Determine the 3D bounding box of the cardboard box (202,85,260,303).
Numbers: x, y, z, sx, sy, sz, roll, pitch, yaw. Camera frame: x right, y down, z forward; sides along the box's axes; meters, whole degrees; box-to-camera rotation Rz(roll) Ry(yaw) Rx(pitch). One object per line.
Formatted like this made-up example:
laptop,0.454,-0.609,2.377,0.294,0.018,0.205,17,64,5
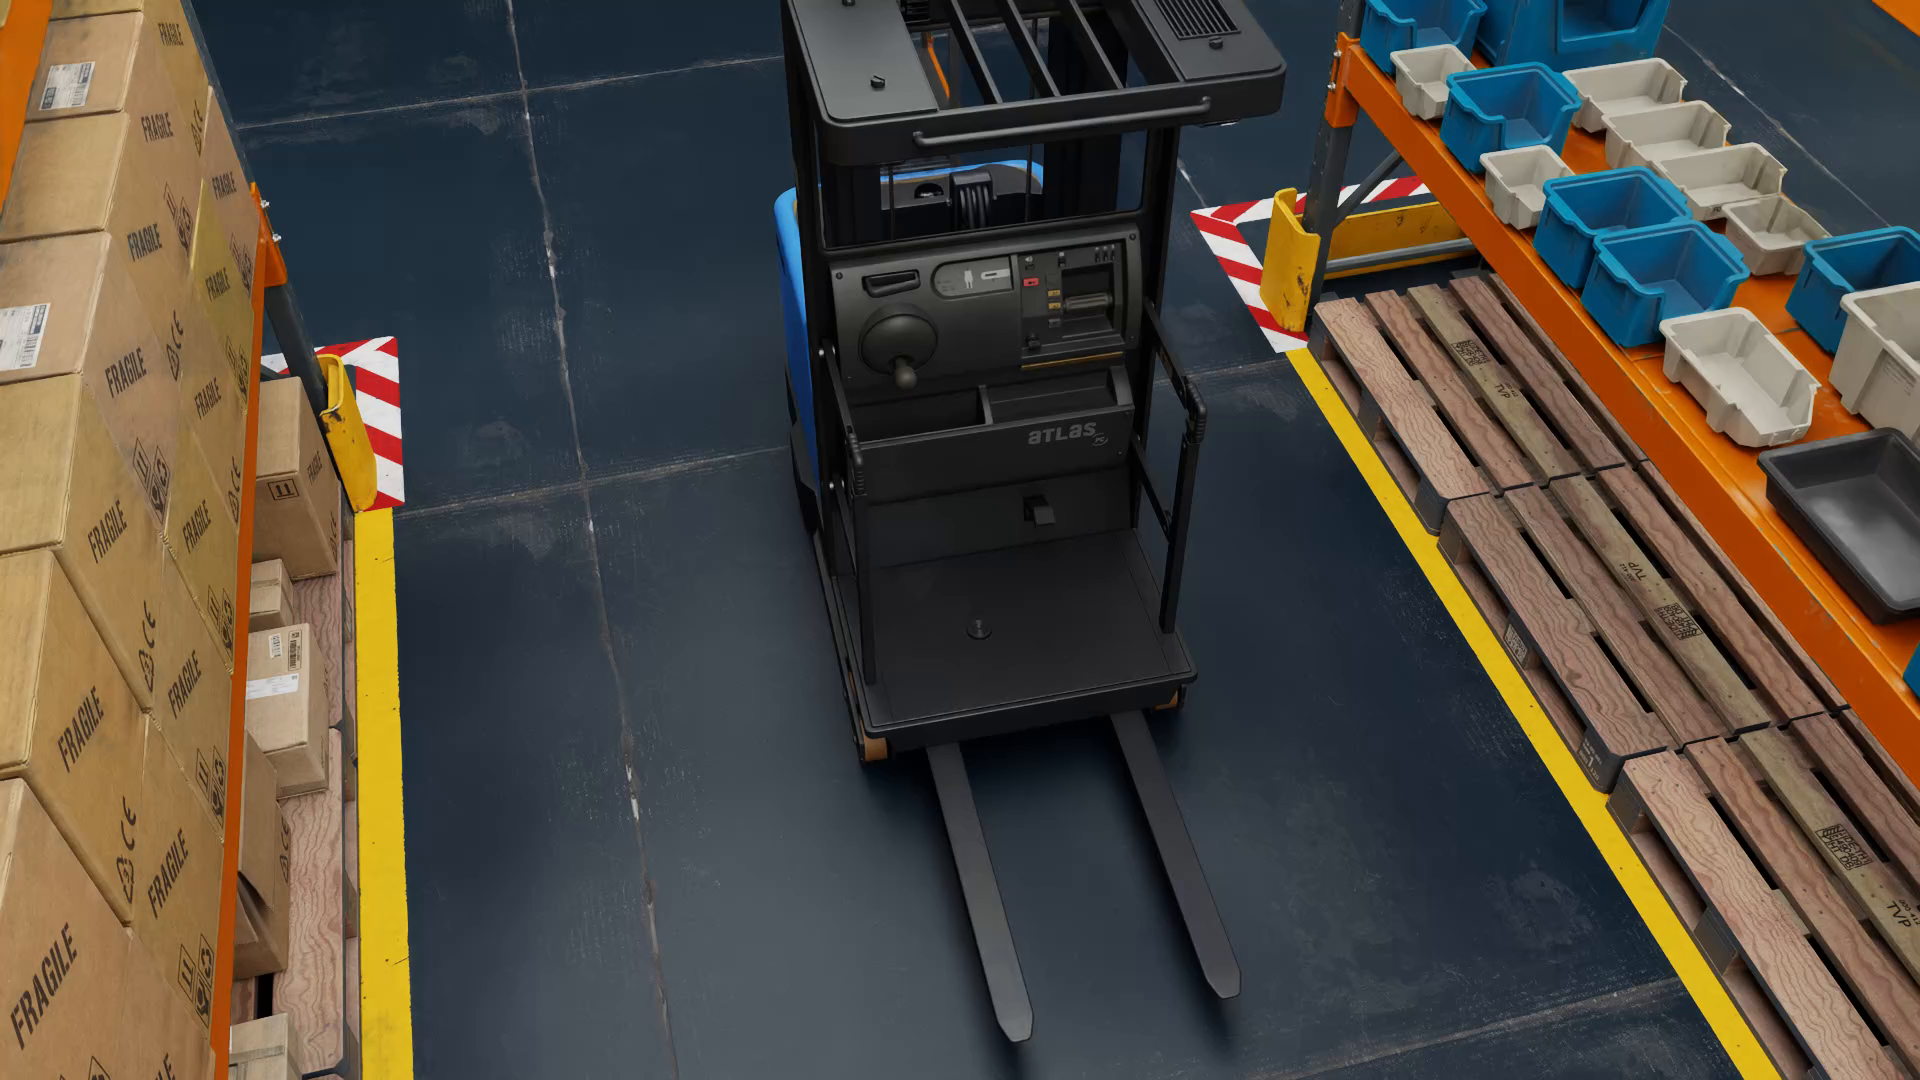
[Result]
cardboard box,-2.483,-1.010,5.070,0.500,0.500,0.500,-9,46,-9

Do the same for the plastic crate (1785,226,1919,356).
plastic crate,2.702,-0.729,4.940,0.416,0.233,0.300,-11,47,-10

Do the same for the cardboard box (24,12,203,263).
cardboard box,-2.351,-1.014,4.374,0.500,0.500,0.500,-10,46,-9

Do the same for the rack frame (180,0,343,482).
rack frame,-2.861,-1.235,5.360,1.000,3.000,0.127,-11,47,-10

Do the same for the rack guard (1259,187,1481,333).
rack guard,1.910,-1.277,7.152,1.175,0.500,0.348,-11,47,-10

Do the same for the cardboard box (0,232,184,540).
cardboard box,-2.082,-0.303,3.676,0.500,0.500,0.500,-9,46,-9

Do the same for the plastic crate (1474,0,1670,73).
plastic crate,2.195,-1.974,6.018,0.616,0.435,0.499,-11,47,-10

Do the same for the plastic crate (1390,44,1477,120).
plastic crate,1.676,-1.599,5.860,0.250,0.136,0.298,-11,47,-10

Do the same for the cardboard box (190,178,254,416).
cardboard box,-2.347,-0.653,4.720,0.500,0.500,0.500,-10,46,-10

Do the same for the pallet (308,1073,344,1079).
pallet,-2.012,2.028,4.114,1.003,0.211,1.213,-11,47,-10

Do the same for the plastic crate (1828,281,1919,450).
plastic crate,2.740,-0.444,4.626,0.437,0.282,0.530,-11,47,-10

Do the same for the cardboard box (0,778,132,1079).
cardboard box,-1.685,0.765,2.630,0.500,0.500,0.500,-10,46,-9

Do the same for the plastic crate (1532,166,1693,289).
plastic crate,2.011,-0.961,5.166,0.416,0.233,0.300,-11,47,-10

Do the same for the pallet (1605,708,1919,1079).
pallet,2.727,1.099,5.025,1.003,0.211,1.213,-11,47,-10

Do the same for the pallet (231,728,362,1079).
pallet,-2.327,1.185,4.941,1.003,0.211,1.213,-11,47,-10

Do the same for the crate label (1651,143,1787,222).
crate label,2.467,-1.146,5.416,0.396,0.136,0.243,-11,47,-10

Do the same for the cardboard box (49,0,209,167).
cardboard box,-2.481,-1.363,4.715,0.500,0.500,0.500,-11,47,-11

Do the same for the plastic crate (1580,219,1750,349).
plastic crate,2.087,-0.754,4.963,0.416,0.233,0.300,-11,47,-10

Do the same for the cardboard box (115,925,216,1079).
cardboard box,-1.704,1.090,3.012,0.500,0.500,0.500,-10,46,-9

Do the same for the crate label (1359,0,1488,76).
crate label,1.673,-1.870,6.057,0.416,0.233,0.303,-11,47,-10

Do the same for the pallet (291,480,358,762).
pallet,-2.636,0.344,5.765,1.003,0.211,1.213,-11,47,-10

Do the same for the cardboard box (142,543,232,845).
cardboard box,-1.964,0.391,3.696,0.500,0.500,0.500,-11,47,-11

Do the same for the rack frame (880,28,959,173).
rack frame,-0.201,-1.368,6.121,0.400,2.100,0.015,-9,46,-9

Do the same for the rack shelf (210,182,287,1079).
rack shelf,-2.349,0.398,4.264,1.077,0.370,4.000,-11,47,-10

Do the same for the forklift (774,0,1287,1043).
forklift,0.135,-0.592,4.778,1.130,2.935,3.031,-9,46,-9

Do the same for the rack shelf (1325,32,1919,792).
rack shelf,2.441,-0.505,5.149,1.077,0.370,4.000,-11,47,-10

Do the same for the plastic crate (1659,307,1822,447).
plastic crate,2.216,-0.452,4.736,0.293,0.136,0.466,-11,47,-10

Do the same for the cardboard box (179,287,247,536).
cardboard box,-2.224,-0.307,4.381,0.500,0.500,0.500,-10,46,-10

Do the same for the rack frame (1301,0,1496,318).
rack frame,1.929,-2.138,6.245,1.000,3.000,0.127,-11,47,-10

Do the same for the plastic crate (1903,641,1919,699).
plastic crate,2.503,0.348,3.778,0.392,0.384,0.575,-11,47,-10

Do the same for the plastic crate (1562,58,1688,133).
plastic crate,2.312,-1.537,5.798,0.396,0.136,0.243,-11,47,-10

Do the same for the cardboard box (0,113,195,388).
cardboard box,-2.214,-0.657,4.024,0.500,0.500,0.500,-10,46,-9

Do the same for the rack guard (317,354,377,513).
rack guard,-2.841,-0.308,6.201,1.175,0.500,0.348,-11,47,-10

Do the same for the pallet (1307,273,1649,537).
pallet,2.102,-0.586,6.676,1.003,0.211,1.213,-11,47,-10

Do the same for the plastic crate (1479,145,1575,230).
plastic crate,1.849,-1.131,5.401,0.250,0.136,0.298,-11,47,-10

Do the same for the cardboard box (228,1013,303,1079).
cardboard box,-1.966,1.440,4.415,0.380,0.166,0.250,-11,47,-10

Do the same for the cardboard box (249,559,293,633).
cardboard box,-2.467,0.229,5.601,0.380,0.166,0.250,-11,47,-10

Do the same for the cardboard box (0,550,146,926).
cardboard box,-1.818,0.409,2.979,0.500,0.500,0.500,-12,47,-12

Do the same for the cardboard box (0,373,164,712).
cardboard box,-1.949,0.054,3.327,0.500,0.500,0.500,-12,47,-11

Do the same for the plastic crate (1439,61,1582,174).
plastic crate,1.842,-1.415,5.612,0.416,0.233,0.300,-11,47,-10

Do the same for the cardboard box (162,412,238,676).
cardboard box,-2.095,0.040,4.040,0.500,0.500,0.500,-11,47,-11

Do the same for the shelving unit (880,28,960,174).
shelving unit,-0.254,-1.538,6.287,0.431,2.100,0.503,-9,46,-9

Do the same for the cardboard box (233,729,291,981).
cardboard box,-2.323,0.950,4.658,0.797,0.503,0.637,-11,47,-10

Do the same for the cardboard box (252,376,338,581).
cardboard box,-2.483,-0.184,5.772,0.500,0.500,0.500,-11,47,-10

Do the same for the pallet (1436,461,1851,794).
pallet,2.411,0.255,5.852,1.003,0.211,1.213,-11,47,-10

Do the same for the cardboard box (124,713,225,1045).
cardboard box,-1.838,0.737,3.357,0.500,0.500,0.500,-10,46,-10

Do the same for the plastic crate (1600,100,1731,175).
plastic crate,2.373,-1.334,5.600,0.396,0.136,0.243,-11,47,-10

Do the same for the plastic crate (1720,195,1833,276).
plastic crate,2.561,-0.945,5.219,0.298,0.136,0.250,-11,47,-10

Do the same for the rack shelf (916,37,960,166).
rack shelf,-0.254,-1.529,6.297,0.431,0.518,0.480,-9,46,-9

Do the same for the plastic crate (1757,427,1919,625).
plastic crate,2.406,-0.025,4.325,0.437,0.125,0.590,-11,47,-10

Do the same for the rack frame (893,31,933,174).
rack frame,-0.307,-1.708,6.454,0.400,2.100,0.015,-9,46,-9

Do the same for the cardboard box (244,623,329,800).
cardboard box,-2.269,0.565,5.213,0.500,0.250,0.500,-11,47,-10

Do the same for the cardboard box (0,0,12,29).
cardboard box,-2.216,-1.236,3.366,0.500,0.250,0.500,-11,47,-10
